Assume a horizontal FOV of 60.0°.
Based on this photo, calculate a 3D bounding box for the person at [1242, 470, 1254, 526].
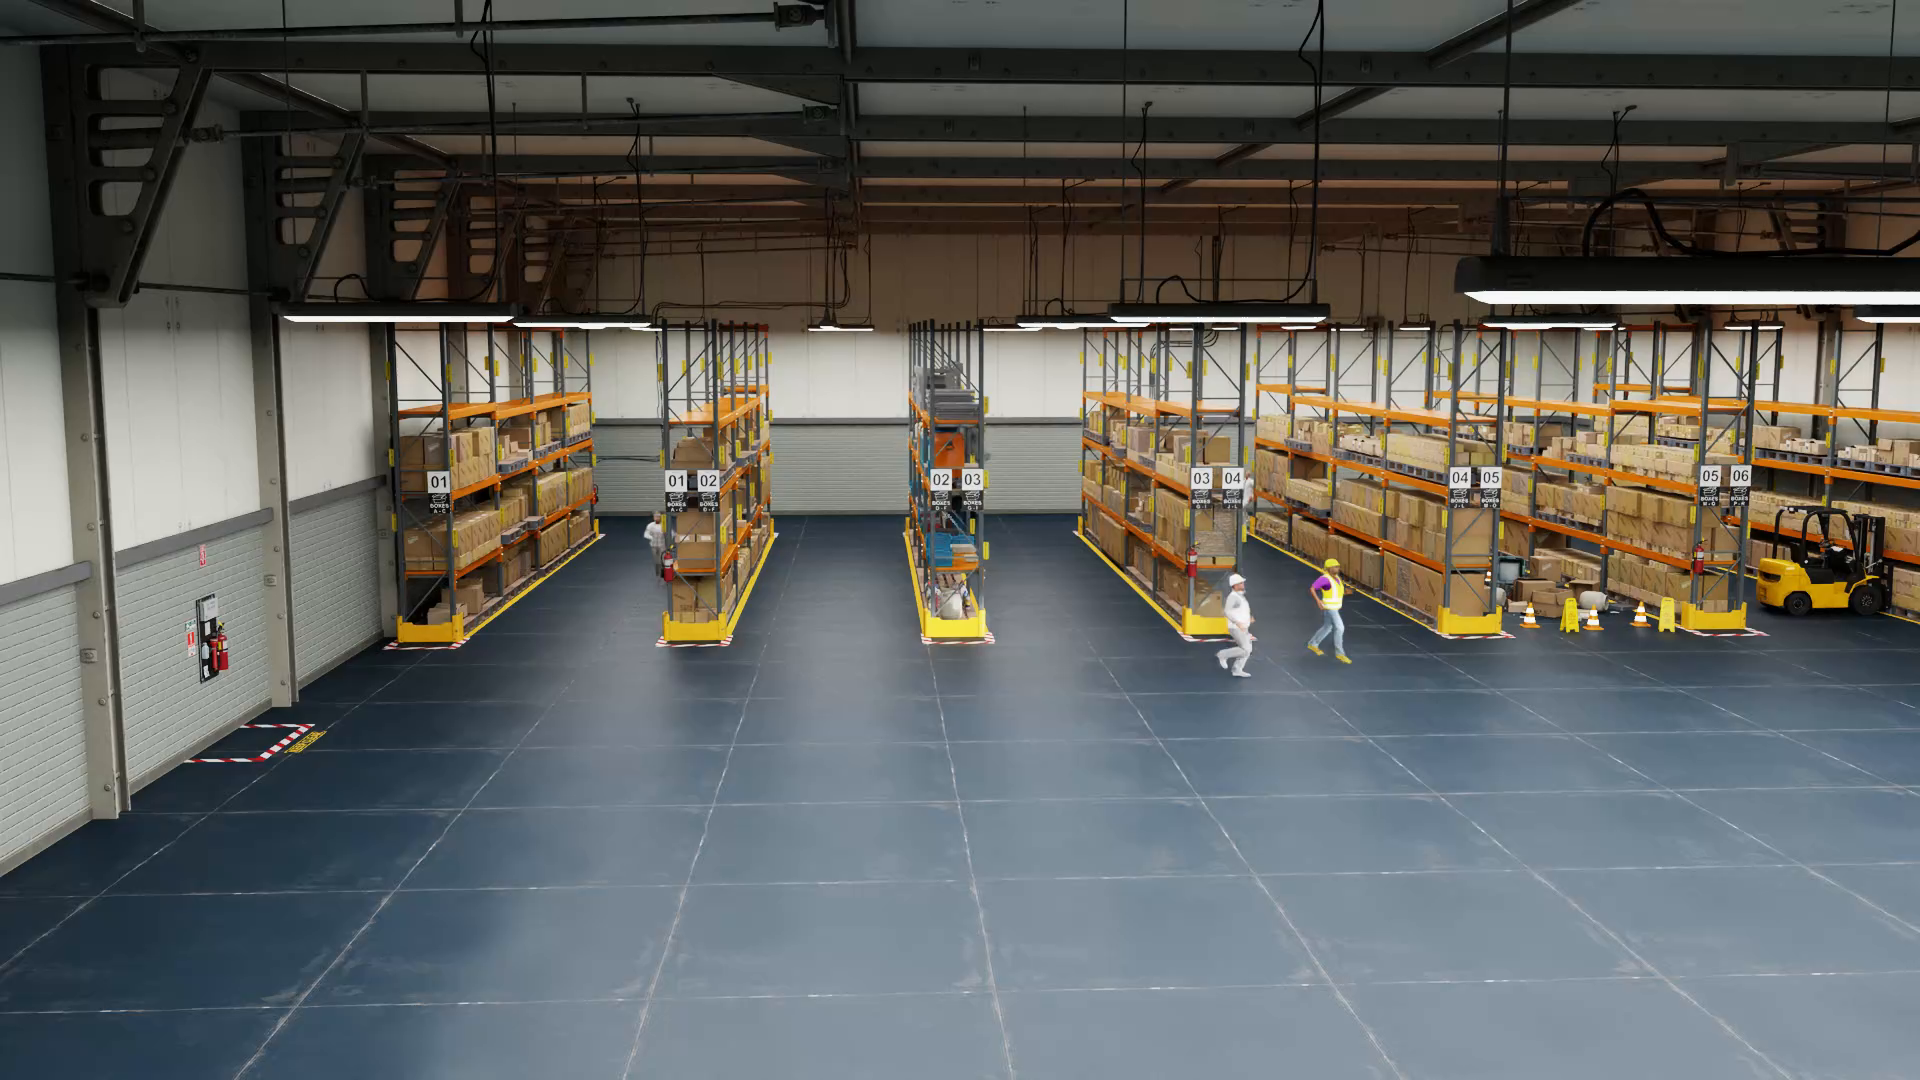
[{"bbox_3d":[8.410,-1.180,48.998,0.664,1.763,0.776,-2,7,-18],"label":"person"}]

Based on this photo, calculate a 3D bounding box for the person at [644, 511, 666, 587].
[{"bbox_3d":[-6.936,0.191,38.141,0.593,1.748,0.755,0,7,-3],"label":"person"}]

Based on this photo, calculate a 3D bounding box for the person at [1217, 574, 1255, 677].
[{"bbox_3d":[4.628,1.436,27.880,0.586,1.729,0.659,3,8,22],"label":"person"}]

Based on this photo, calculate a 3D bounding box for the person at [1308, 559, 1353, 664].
[{"bbox_3d":[6.525,1.225,29.246,0.877,1.807,0.685,4,8,32],"label":"person"}]
